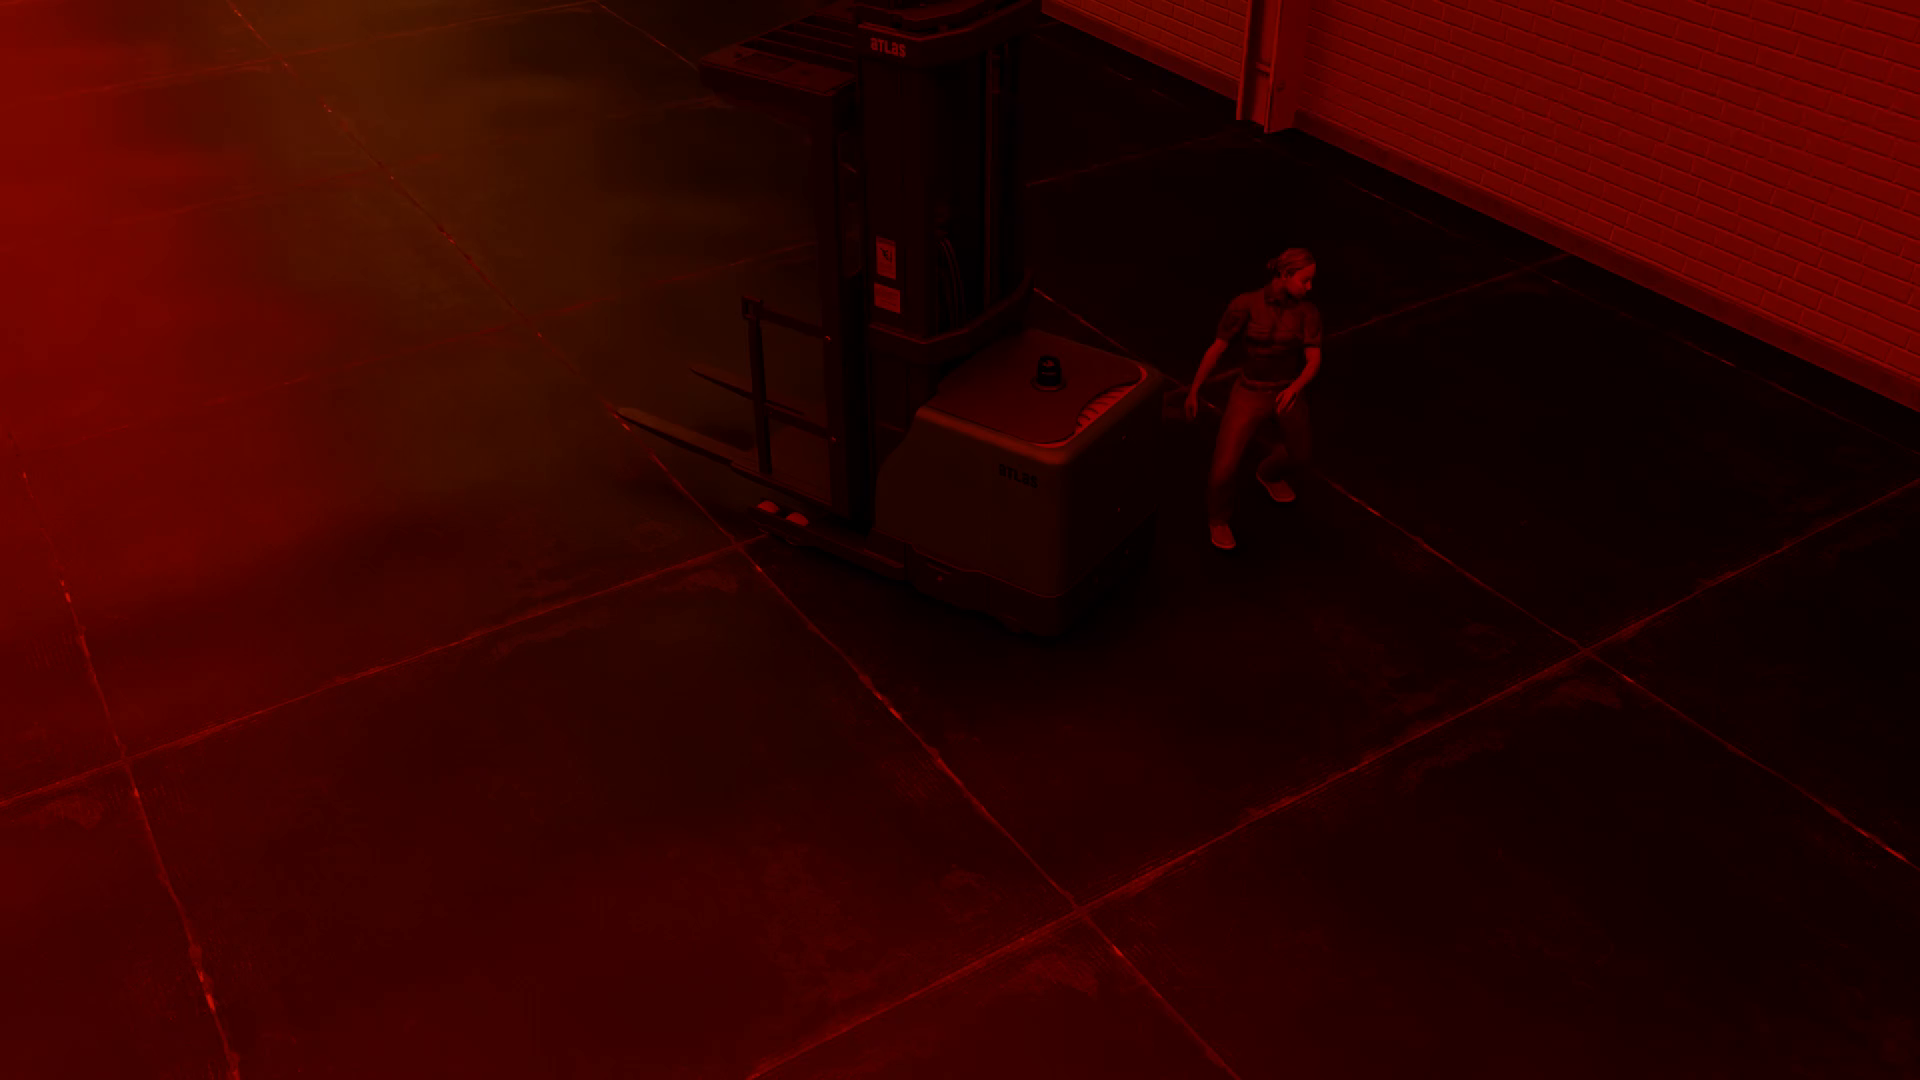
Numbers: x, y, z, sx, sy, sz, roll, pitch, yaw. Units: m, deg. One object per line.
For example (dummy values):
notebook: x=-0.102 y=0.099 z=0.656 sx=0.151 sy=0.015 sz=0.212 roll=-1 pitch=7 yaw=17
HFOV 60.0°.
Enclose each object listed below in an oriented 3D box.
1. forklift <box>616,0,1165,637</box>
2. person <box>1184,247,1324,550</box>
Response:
forklift: x=-0.500 y=-1.399 z=8.138 sx=3.031 sy=2.935 sz=1.130 roll=22 pitch=41 yaw=28
person: x=1.491 y=-0.695 z=8.343 sx=0.728 sy=1.531 sz=0.822 roll=-6 pitch=36 yaw=-9
